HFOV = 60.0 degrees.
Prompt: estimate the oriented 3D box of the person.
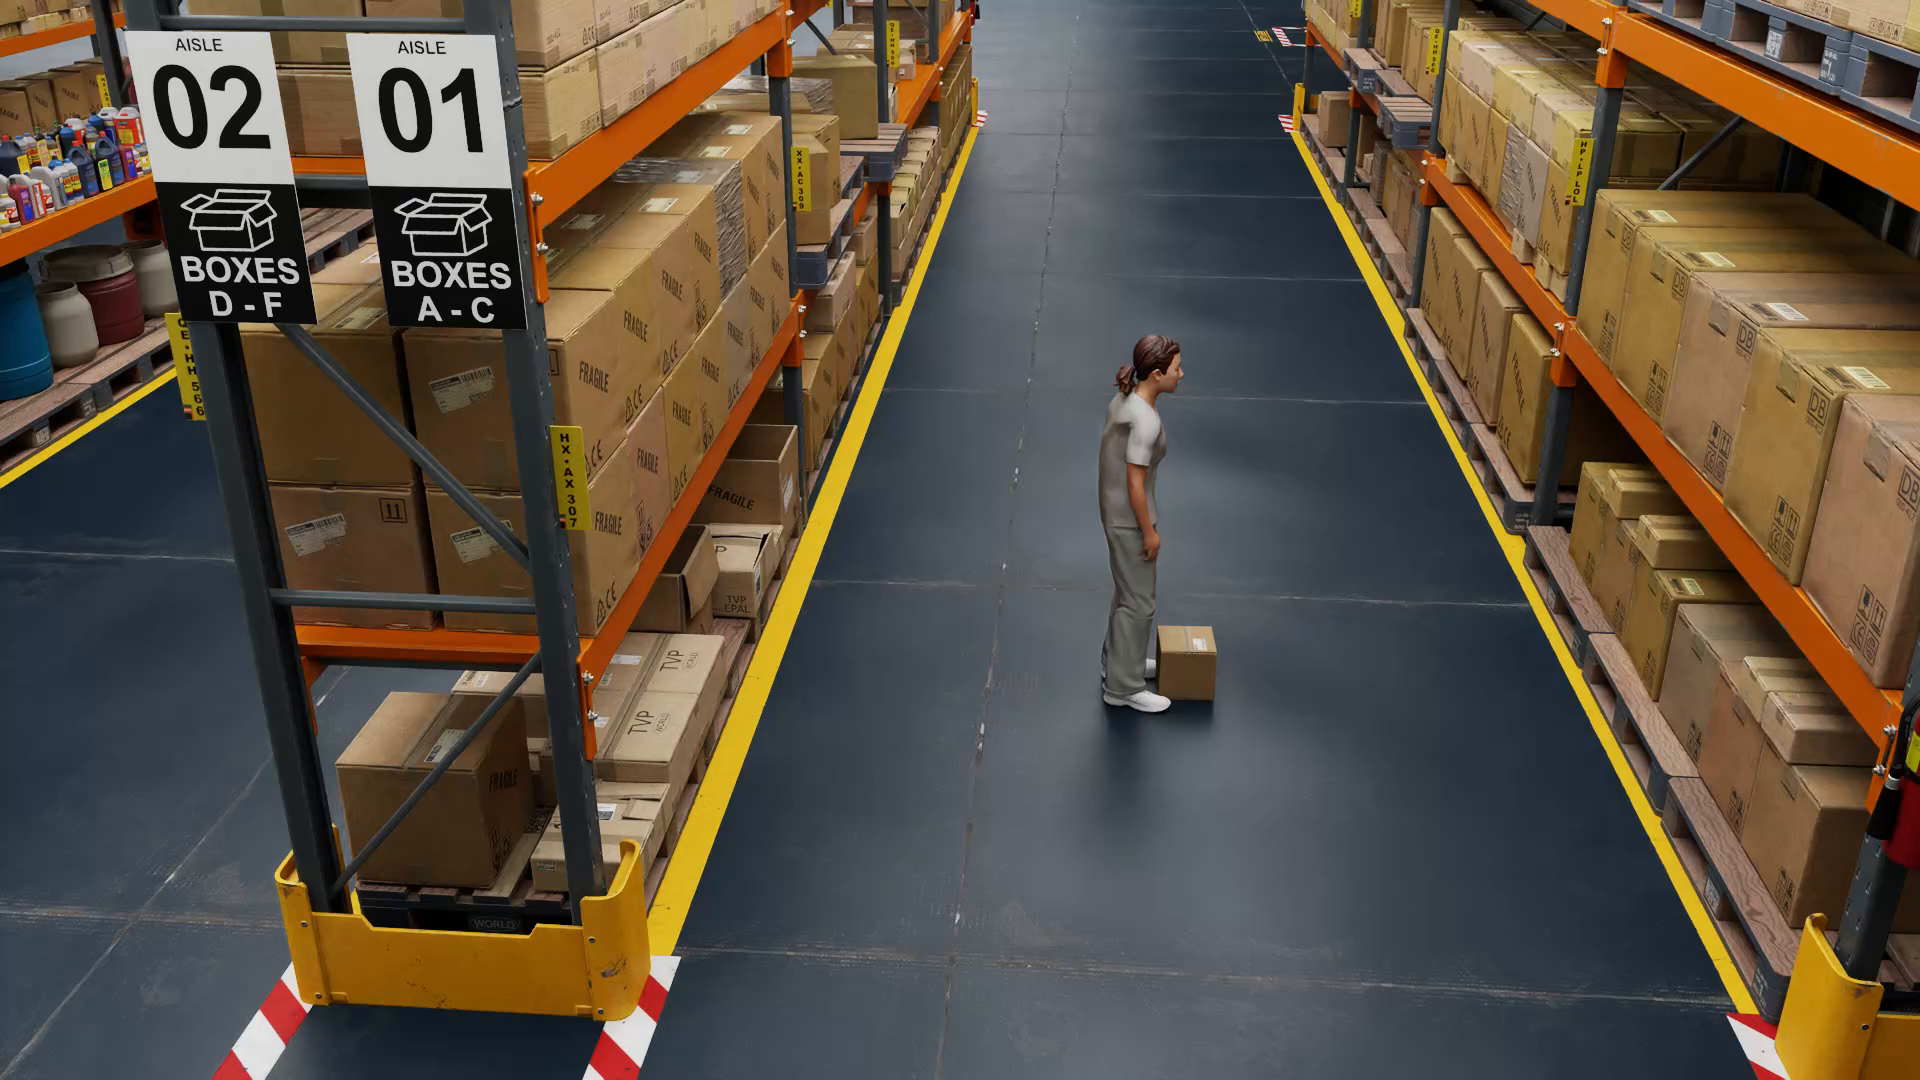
[{"bbox_3d":[0.782,-0.091,7.304,0.354,1.673,0.513,1,25,1],"label":"person"}]
